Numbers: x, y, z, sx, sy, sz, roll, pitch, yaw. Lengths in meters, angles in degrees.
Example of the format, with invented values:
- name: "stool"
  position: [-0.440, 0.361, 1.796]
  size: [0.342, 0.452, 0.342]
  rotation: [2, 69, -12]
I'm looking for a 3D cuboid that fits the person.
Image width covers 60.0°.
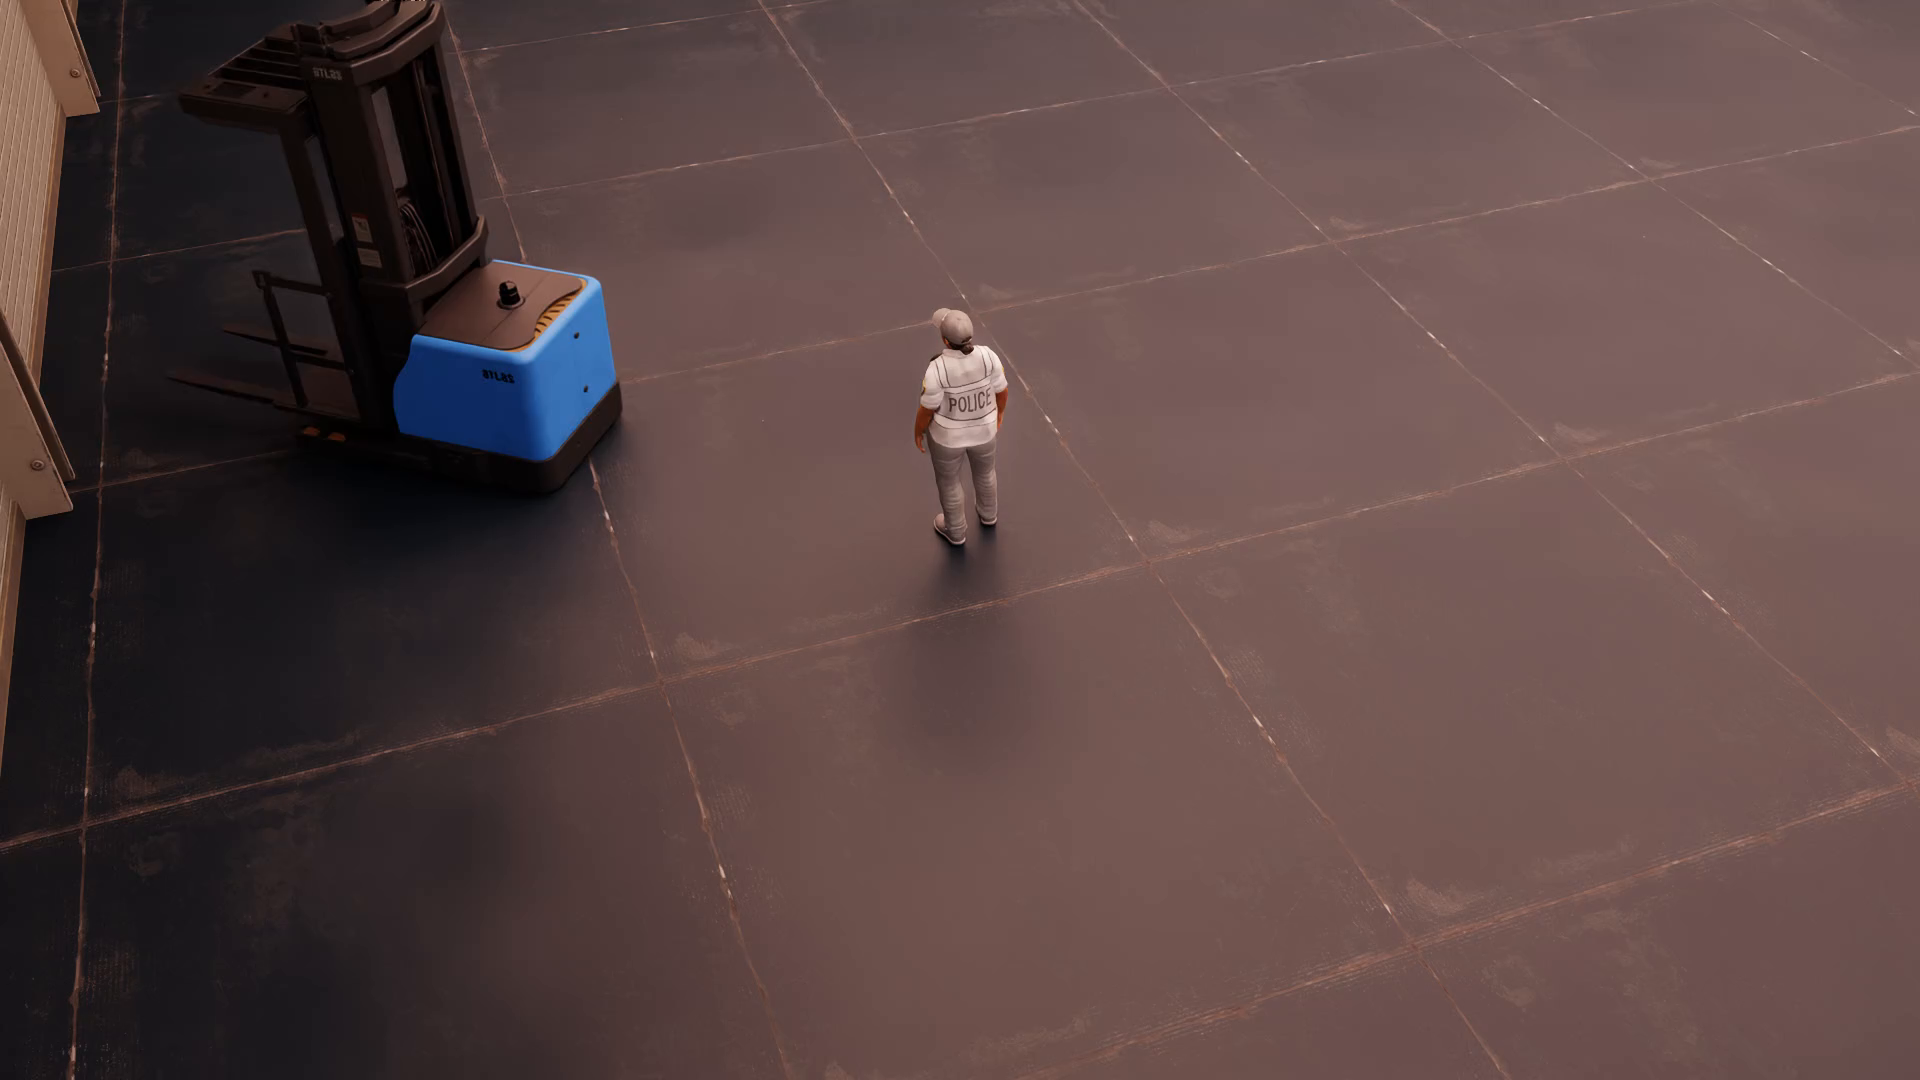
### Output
- name: "person"
  position: [-0.005, -0.695, 9.797]
  size: [0.598, 1.670, 0.529]
  rotation: [-13, 42, -15]

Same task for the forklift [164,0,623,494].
- name: "forklift"
  position: [-3.847, -1.972, 10.345]
  size: [3.031, 2.935, 1.130]
  rotation: [12, 41, 14]
